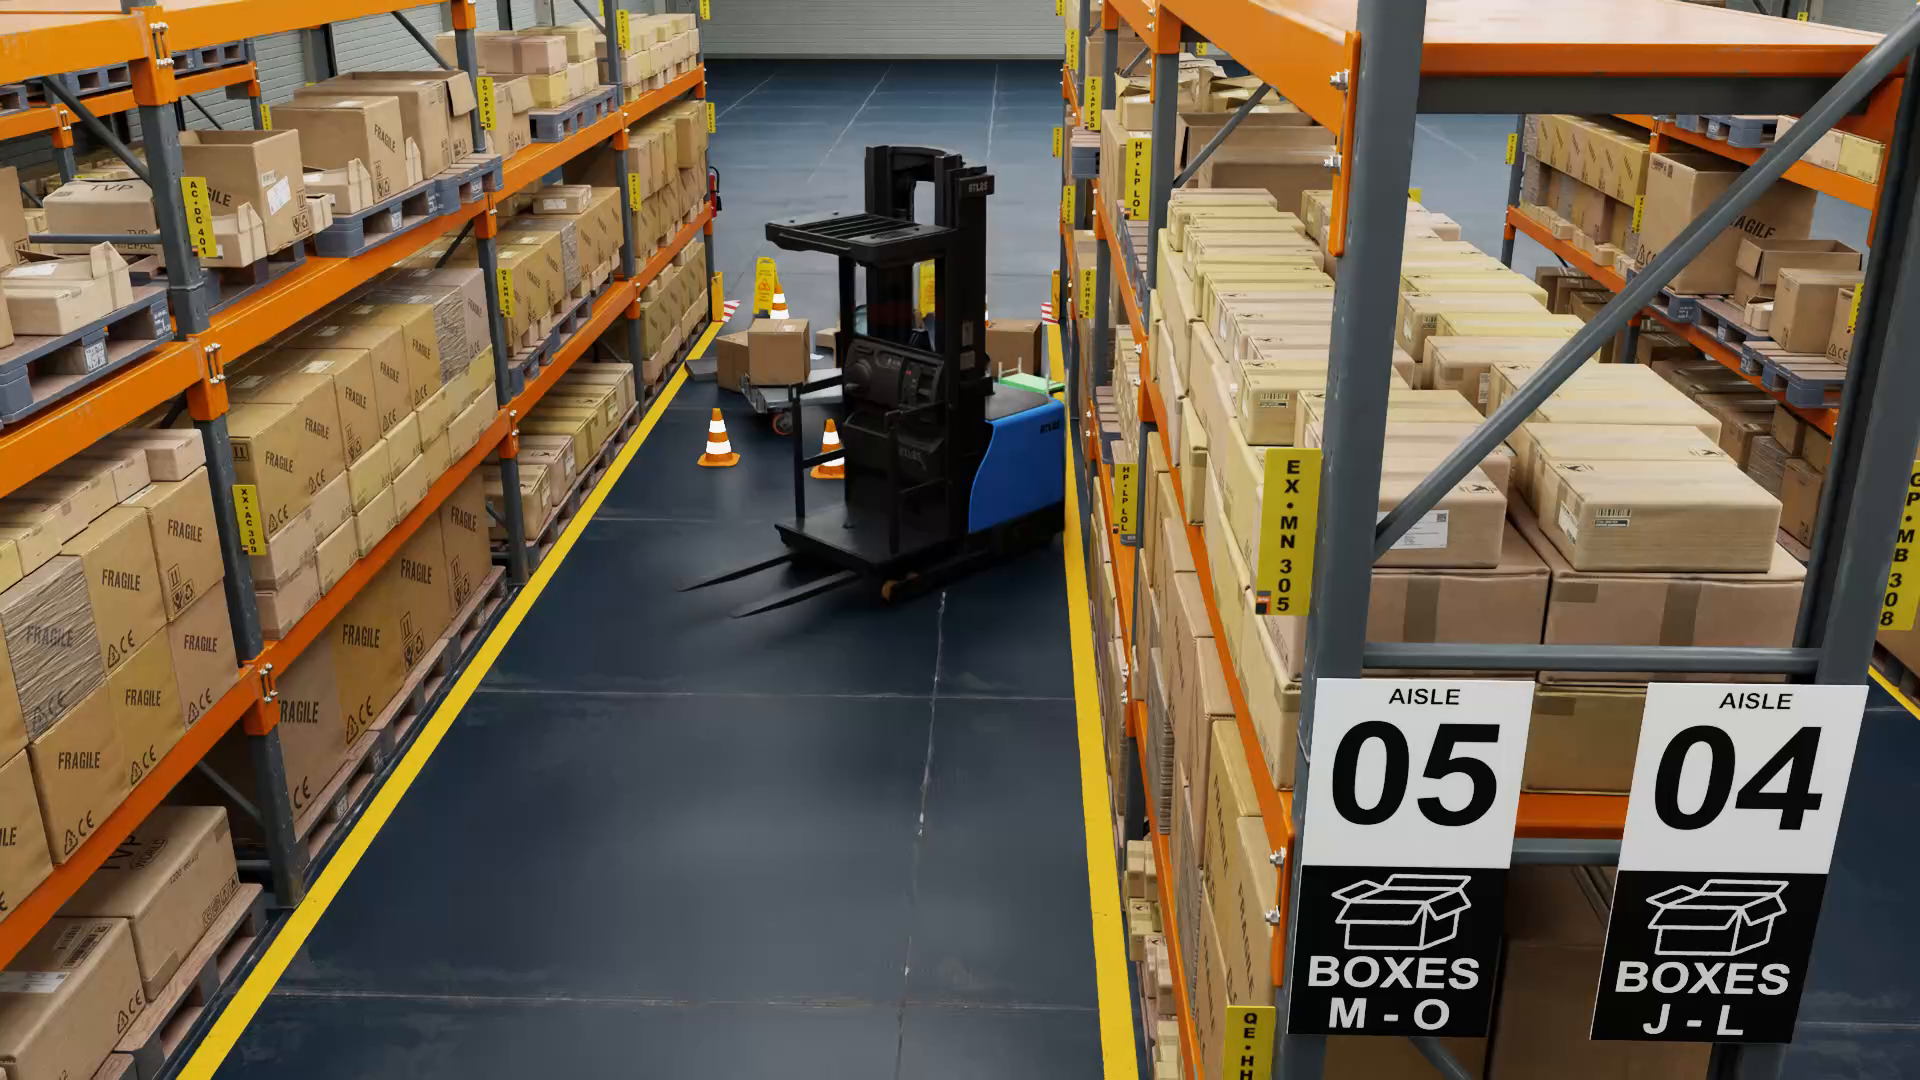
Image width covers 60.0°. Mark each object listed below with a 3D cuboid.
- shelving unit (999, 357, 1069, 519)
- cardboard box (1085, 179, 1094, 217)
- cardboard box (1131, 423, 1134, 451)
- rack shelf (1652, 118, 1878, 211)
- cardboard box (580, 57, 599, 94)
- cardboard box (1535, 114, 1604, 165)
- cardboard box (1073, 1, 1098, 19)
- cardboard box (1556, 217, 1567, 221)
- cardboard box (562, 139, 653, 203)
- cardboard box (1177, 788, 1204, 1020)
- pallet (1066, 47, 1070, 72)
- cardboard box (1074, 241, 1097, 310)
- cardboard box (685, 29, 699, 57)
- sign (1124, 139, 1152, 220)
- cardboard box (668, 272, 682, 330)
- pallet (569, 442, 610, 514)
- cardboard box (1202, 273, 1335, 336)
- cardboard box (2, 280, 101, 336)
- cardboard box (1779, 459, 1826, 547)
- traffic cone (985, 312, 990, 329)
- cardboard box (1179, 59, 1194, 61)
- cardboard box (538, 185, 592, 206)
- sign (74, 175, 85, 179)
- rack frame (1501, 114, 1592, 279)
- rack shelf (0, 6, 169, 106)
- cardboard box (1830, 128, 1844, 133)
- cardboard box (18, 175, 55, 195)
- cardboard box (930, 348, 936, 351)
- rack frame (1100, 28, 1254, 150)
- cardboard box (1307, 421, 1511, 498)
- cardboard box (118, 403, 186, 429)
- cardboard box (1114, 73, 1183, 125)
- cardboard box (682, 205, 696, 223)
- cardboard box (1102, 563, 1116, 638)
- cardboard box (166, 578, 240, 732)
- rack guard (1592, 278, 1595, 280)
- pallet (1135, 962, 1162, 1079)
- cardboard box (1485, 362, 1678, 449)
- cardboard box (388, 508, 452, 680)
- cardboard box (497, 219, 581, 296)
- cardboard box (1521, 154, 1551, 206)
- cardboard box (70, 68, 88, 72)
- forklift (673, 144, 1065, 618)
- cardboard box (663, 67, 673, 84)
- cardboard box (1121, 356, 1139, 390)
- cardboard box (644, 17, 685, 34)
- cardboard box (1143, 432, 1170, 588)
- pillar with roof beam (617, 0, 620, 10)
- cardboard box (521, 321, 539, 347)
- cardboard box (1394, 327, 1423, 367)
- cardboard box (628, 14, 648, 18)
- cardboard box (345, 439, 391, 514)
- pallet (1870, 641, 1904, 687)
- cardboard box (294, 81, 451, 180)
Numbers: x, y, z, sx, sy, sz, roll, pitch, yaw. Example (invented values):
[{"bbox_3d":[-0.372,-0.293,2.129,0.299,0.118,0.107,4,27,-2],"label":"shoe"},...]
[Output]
[{"bbox_3d":[0.557,-0.759,12.823,0.503,1.200,0.258,20,28,41],"label":"shelving unit"},{"bbox_3d":[1.564,-3.233,15.014,0.875,0.550,0.550,1,21,2],"label":"cardboard box"},{"bbox_3d":[1.140,-0.562,9.185,0.380,0.149,0.250,1,21,4],"label":"cardboard box"},{"bbox_3d":[6.413,-2.775,12.382,1.077,0.370,4.000,1,21,2],"label":"rack shelf"},{"bbox_3d":[-3.305,-3.856,13.800,0.500,0.250,0.500,0,21,1],"label":"cardboard box"},{"bbox_3d":[6.284,-4.156,17.163,0.500,0.500,0.500,1,21,2],"label":"cardboard box"},{"bbox_3d":[1.241,-4.924,15.452,0.380,0.149,0.250,1,21,2],"label":"cardboard box"},{"bbox_3d":[6.317,-3.212,17.007,0.380,0.149,0.250,1,21,2],"label":"cardboard box"},{"bbox_3d":[-3.202,-3.352,15.091,0.700,0.500,0.500,0,21,1],"label":"cardboard box"},{"bbox_3d":[0.937,1.092,5.018,0.500,0.500,0.500,1,21,2],"label":"cardboard box"},{"bbox_3d":[1.628,-5.061,17.402,1.003,0.211,1.213,1,21,2],"label":"pallet"},{"bbox_3d":[1.219,-2.203,13.922,0.500,0.500,0.500,1,21,2],"label":"cardboard box"},{"bbox_3d":[-3.057,-5.270,17.613,0.500,0.250,0.500,0,21,1],"label":"cardboard box"},{"bbox_3d":[0.721,-1.462,6.743,0.100,0.325,0.005,1,21,2],"label":"sign"},{"bbox_3d":[-3.122,-2.399,16.750,0.500,0.500,0.500,2,21,4],"label":"cardboard box"},{"bbox_3d":[-3.489,-0.520,13.578,1.003,0.211,1.213,1,21,2],"label":"pallet"},{"bbox_3d":[0.942,-0.709,5.029,0.380,0.149,0.250,0,21,0],"label":"cardboard box"},{"bbox_3d":[-3.383,-0.845,6.043,0.380,0.149,0.250,1,21,3],"label":"cardboard box"},{"bbox_3d":[6.352,-0.271,11.928,0.700,0.500,0.500,0,21,-1],"label":"cardboard box"},{"bbox_3d":[0.205,-2.614,18.625,0.336,0.463,0.334,1,21,2],"label":"traffic cone"},{"bbox_3d":[1.701,-3.648,13.127,0.500,0.250,0.500,0,21,1],"label":"cardboard box"},{"bbox_3d":[-3.228,-2.809,13.595,0.380,0.149,0.250,0,21,0],"label":"cardboard box"},{"bbox_3d":[-7.851,-3.098,14.875,0.100,0.325,0.005,1,21,2],"label":"sign"},{"bbox_3d":[6.595,-3.881,18.386,1.000,3.000,0.127,1,21,2],"label":"rack frame"},{"bbox_3d":[-3.736,-1.204,4.738,1.077,0.370,4.000,1,21,2],"label":"rack shelf"},{"bbox_3d":[6.121,-3.028,11.210,0.500,0.500,0.500,1,21,1],"label":"cardboard box"},{"bbox_3d":[-8.637,-3.294,15.426,0.380,0.149,0.250,0,21,0],"label":"cardboard box"},{"bbox_3d":[-0.270,-1.893,17.042,0.396,0.266,0.258,4,22,11],"label":"cardboard box"},{"bbox_3d":[1.397,-3.877,10.081,1.000,3.000,0.127,1,21,2],"label":"rack frame"},{"bbox_3d":[0.954,-0.147,3.579,0.380,0.149,0.250,1,21,2],"label":"cardboard box"},{"bbox_3d":[-3.913,-0.329,7.709,0.500,0.500,0.500,1,21,3],"label":"cardboard box"},{"bbox_3d":[1.094,-2.552,9.617,0.396,0.266,0.258,1,21,2],"label":"cardboard box"},{"bbox_3d":[-3.012,-3.457,17.639,0.380,0.149,0.250,1,21,3],"label":"cardboard box"},{"bbox_3d":[1.076,0.337,9.352,0.500,0.250,0.500,0,21,-1],"label":"cardboard box"},{"bbox_3d":[-3.434,0.472,7.027,0.500,0.500,0.500,1,21,2],"label":"cardboard box"},{"bbox_3d":[6.593,-2.689,18.767,1.175,0.500,0.348,1,21,2],"label":"rack guard"},{"bbox_3d":[1.290,1.909,7.316,1.003,0.211,1.213,1,21,2],"label":"pallet"},{"bbox_3d":[1.506,-0.327,4.043,0.380,0.149,0.250,1,21,2],"label":"cardboard box"},{"bbox_3d":[-3.689,0.268,10.048,0.875,0.875,0.875,1,21,2],"label":"cardboard box"},{"bbox_3d":[-3.267,-2.201,12.924,0.500,0.500,0.500,0,21,0],"label":"cardboard box"},{"bbox_3d":[6.551,-3.868,17.802,0.875,0.500,0.500,1,21,2],"label":"cardboard box"},{"bbox_3d":[-8.076,-4.280,14.895,0.380,0.149,0.250,1,21,3],"label":"cardboard box"},{"bbox_3d":[-0.611,-1.136,11.405,1.130,2.935,3.031,20,29,41],"label":"forklift"},{"bbox_3d":[-3.044,-4.584,16.397,0.380,0.149,0.250,0,21,1],"label":"cardboard box"},{"bbox_3d":[1.163,-0.990,9.877,0.380,0.149,0.250,0,21,-1],"label":"cardboard box"},{"bbox_3d":[-3.061,-5.333,17.224,0.380,0.149,0.250,0,21,1],"label":"cardboard box"},{"bbox_3d":[1.018,-0.125,6.772,0.500,0.500,0.500,1,21,3],"label":"cardboard box"},{"bbox_3d":[-4.161,-15.229,39.338,9.100,9.000,0.400,1,21,2],"label":"pillar with roof beam"},{"bbox_3d":[-3.261,-1.492,11.995,0.380,0.149,0.250,-1,21,-2],"label":"cardboard box"},{"bbox_3d":[1.483,-0.459,4.935,0.500,0.250,0.500,0,21,0],"label":"cardboard box"},{"bbox_3d":[-3.525,-5.517,17.700,0.380,0.149,0.250,0,21,1],"label":"cardboard box"},{"bbox_3d":[-3.350,-0.342,8.779,0.500,0.250,0.500,1,21,2],"label":"cardboard box"},{"bbox_3d":[6.252,0.595,10.703,1.003,0.211,1.213,1,21,2],"label":"pallet"},{"bbox_3d":[-3.394,-2.379,9.647,0.700,0.500,0.500,0,21,-1],"label":"cardboard box"}]
